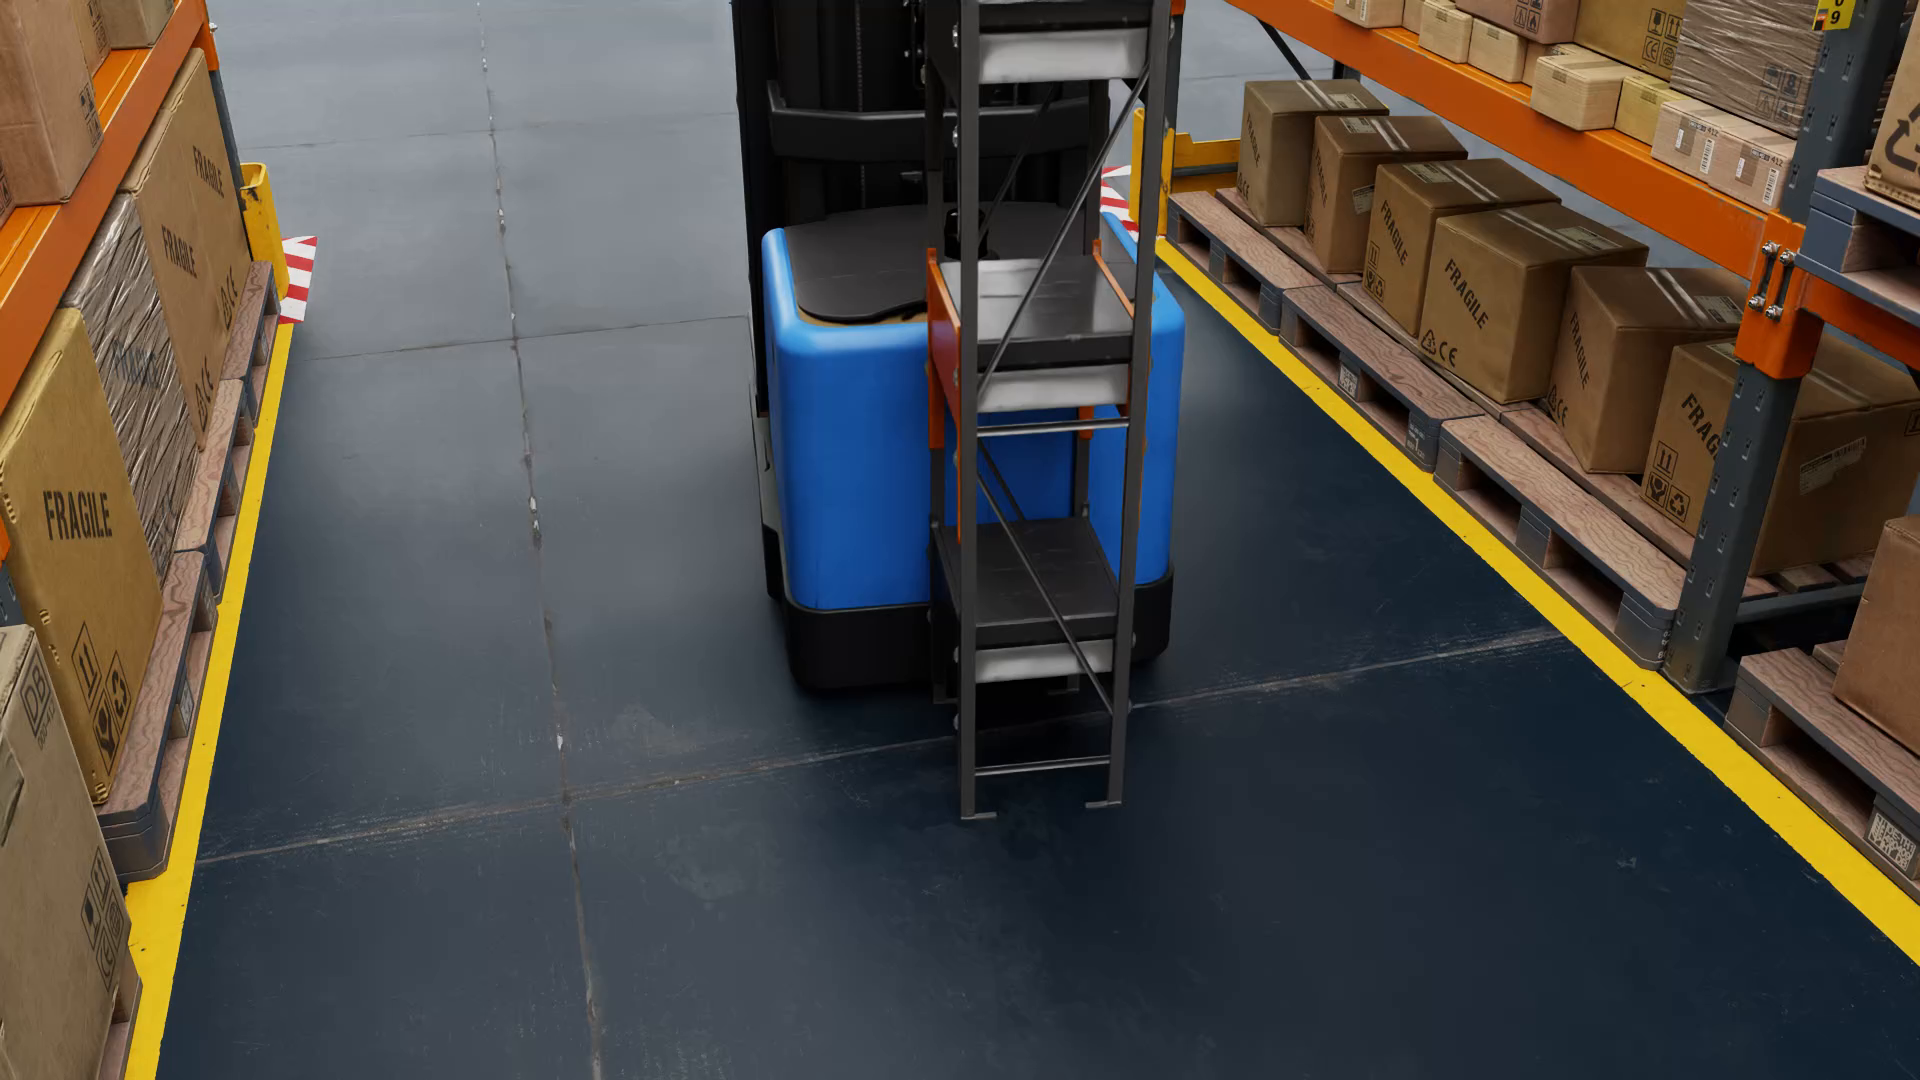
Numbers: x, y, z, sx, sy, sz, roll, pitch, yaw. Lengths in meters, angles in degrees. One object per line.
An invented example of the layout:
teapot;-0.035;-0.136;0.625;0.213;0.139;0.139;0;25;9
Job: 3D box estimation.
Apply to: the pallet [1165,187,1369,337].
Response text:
pallet;1.578;-1.257;7.211;1.003;0.211;1.213;-8;31;-13

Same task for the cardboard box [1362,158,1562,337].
cardboard box;1.866;-1.105;6.240;0.500;0.500;0.500;-5;30;-9

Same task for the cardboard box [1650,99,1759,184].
cardboard box;2.041;-1.044;4.309;0.380;0.149;0.250;-8;31;-13

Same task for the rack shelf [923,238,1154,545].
rack shelf;0.162;-0.347;3.780;0.431;0.518;0.480;-4;30;-8

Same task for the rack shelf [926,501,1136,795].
rack shelf;0.162;0.259;4.131;0.431;0.518;0.480;-4;30;-8

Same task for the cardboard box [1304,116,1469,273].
cardboard box;1.718;-1.409;6.767;0.500;0.500;0.500;0;30;0

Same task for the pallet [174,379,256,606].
pallet;-2.824;-0.116;5.240;1.003;0.211;1.213;-8;31;-13

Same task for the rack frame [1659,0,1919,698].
rack frame;2.438;-0.966;3.924;1.000;3.000;0.127;-8;31;-13

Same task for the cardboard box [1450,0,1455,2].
cardboard box;1.957;-2.084;5.460;0.875;0.500;0.500;-8;31;-13

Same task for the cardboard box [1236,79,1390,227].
cardboard box;1.526;-1.694;7.258;0.500;0.500;0.500;-2;30;-4

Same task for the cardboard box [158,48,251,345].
cardboard box;-3.189;-1.230;6.083;0.875;0.875;0.875;-8;31;-13

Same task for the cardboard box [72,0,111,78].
cardboard box;-3.095;-1.629;4.920;0.875;0.550;0.550;-8;31;-13

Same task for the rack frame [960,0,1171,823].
rack frame;0.199;-0.238;3.564;0.400;2.100;0.015;-4;30;-8

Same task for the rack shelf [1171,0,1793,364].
rack shelf;1.908;-1.620;5.773;1.077;0.370;4.000;-8;31;-13

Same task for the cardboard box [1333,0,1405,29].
cardboard box;1.527;-1.882;5.758;0.380;0.149;0.250;-8;31;-13

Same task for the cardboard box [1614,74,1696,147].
cardboard box;2.032;-1.172;4.532;0.380;0.149;0.250;-8;31;-13

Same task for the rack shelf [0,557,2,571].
rack shelf;-1.840;0.922;1.380;1.077;0.370;4.000;-8;31;-13

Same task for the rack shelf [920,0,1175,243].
rack shelf;0.162;-0.952;3.429;0.431;0.518;0.480;-4;30;-8

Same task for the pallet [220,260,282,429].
pallet;-3.145;-0.704;6.256;1.003;0.211;1.213;-8;31;-13

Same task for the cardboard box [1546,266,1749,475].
cardboard box;2.211;-0.540;5.264;0.500;0.500;0.500;2;30;3

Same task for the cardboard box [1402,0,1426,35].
cardboard box;1.721;-1.779;5.580;0.380;0.149;0.250;-8;31;-13

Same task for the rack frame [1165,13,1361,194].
rack frame;1.377;-2.897;7.262;1.000;3.000;0.127;-8;31;-13

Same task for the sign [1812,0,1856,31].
sign;1.917;-1.264;3.576;0.100;0.325;0.005;-8;31;-13

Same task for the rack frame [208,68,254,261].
rack frame;-3.432;-2.287;6.207;1.000;3.000;0.127;-8;31;-13

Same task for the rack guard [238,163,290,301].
rack guard;-3.439;-1.217;6.853;1.175;0.500;0.348;-8;31;-13

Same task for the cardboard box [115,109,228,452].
cardboard box;-2.953;-0.806;5.349;0.875;0.875;0.875;-8;31;-14

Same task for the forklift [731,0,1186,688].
forklift;-0.154;-1.593;5.076;1.130;2.935;3.031;-4;30;-8

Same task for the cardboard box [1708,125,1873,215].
cardboard box;2.098;-0.922;4.099;0.380;0.149;0.250;-8;31;-13

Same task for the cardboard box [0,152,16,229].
cardboard box;-2.648;-0.859;3.590;0.875;0.550;0.550;-8;31;-13

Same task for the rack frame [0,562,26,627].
rack frame;-2.371;-0.355;2.869;1.000;3.000;0.127;-8;31;-13

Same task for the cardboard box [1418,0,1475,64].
cardboard box;1.714;-1.648;5.354;0.380;0.149;0.250;-8;31;-13

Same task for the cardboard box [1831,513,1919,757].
cardboard box;2.581;0.225;3.923;0.700;0.500;0.500;-10;32;-17

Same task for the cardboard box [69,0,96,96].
cardboard box;-2.915;-1.378;4.487;0.875;0.550;0.500;-8;31;-13

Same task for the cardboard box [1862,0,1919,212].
cardboard box;2.514;-1.005;2.973;1.000;1.000;1.000;-8;31;-13

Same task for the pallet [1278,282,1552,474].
pallet;1.899;-0.669;6.195;1.003;0.211;1.213;-8;31;-13

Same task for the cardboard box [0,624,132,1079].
cardboard box;-2.119;0.725;2.830;1.050;0.750;0.750;-8;31;-14

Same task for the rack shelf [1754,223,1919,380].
rack shelf;2.969;0.312;2.435;1.077;0.370;4.000;-8;31;-13

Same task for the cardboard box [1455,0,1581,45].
cardboard box;2.050;-1.837;5.033;0.875;0.500;0.500;-8;31;-13

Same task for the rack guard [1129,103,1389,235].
rack guard;1.397;-1.779;7.824;1.175;0.500;0.348;-8;31;-13

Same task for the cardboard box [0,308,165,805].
cardboard box;-2.470;0.070;3.837;0.875;0.875;0.875;-7;31;-13

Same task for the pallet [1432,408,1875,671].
pallet;2.226;-0.078;5.175;1.003;0.211;1.213;-8;31;-13

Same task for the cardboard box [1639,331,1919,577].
cardboard box;2.371;-0.264;4.788;0.500;0.500;0.500;-9;31;-15

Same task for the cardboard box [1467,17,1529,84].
cardboard box;1.814;-1.532;5.153;0.380;0.149;0.250;-8;31;-13

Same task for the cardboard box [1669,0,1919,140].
cardboard box;2.379;-1.363;4.214;0.875;0.500;0.500;-8;31;-13

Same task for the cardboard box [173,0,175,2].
cardboard box;-3.290;-2.179;5.870;0.875;0.550;0.550;-8;31;-13

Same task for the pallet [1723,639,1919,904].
pallet;2.646;0.617;3.973;1.003;0.211;1.213;-8;31;-13

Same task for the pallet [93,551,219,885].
pallet;-2.497;0.474;4.220;1.003;0.211;1.213;-8;31;-13

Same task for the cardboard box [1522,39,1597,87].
cardboard box;1.919;-1.417;4.954;0.380;0.149;0.250;-8;31;-13

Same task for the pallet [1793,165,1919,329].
pallet;2.501;-0.494;3.301;1.003;0.211;1.213;-8;31;-13

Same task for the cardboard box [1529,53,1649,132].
cardboard box;1.858;-1.278;4.715;0.380;0.149;0.250;-8;31;-13

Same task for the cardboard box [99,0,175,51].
cardboard box;-3.123;-1.916;5.416;0.875;0.550;0.550;-8;31;-13

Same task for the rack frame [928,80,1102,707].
rack frame;0.126;-0.479;3.982;0.400;2.100;0.015;-4;30;-8

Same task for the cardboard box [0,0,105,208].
cardboard box;-2.678;-1.135;4.068;0.875;0.550;0.550;-8;31;-13

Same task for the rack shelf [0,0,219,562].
rack shelf;-2.901;-1.009;4.718;1.077;0.370;4.000;-8;31;-13

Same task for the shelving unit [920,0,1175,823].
shelving unit;0.162;-0.358;3.773;0.431;2.100;0.503;-4;30;-8

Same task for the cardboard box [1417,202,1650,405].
cardboard box;1.971;-0.829;5.764;0.500;0.500;0.500;-11;32;-18

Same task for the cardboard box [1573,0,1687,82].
cardboard box;2.280;-1.609;4.639;0.875;0.500;0.500;-8;31;-13

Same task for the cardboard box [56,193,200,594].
cardboard box;-2.713;-0.365;4.588;0.875;0.875;0.875;-8;31;-13

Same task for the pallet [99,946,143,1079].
pallet;-2.093;1.215;2.941;1.003;0.211;1.213;-8;31;-13
